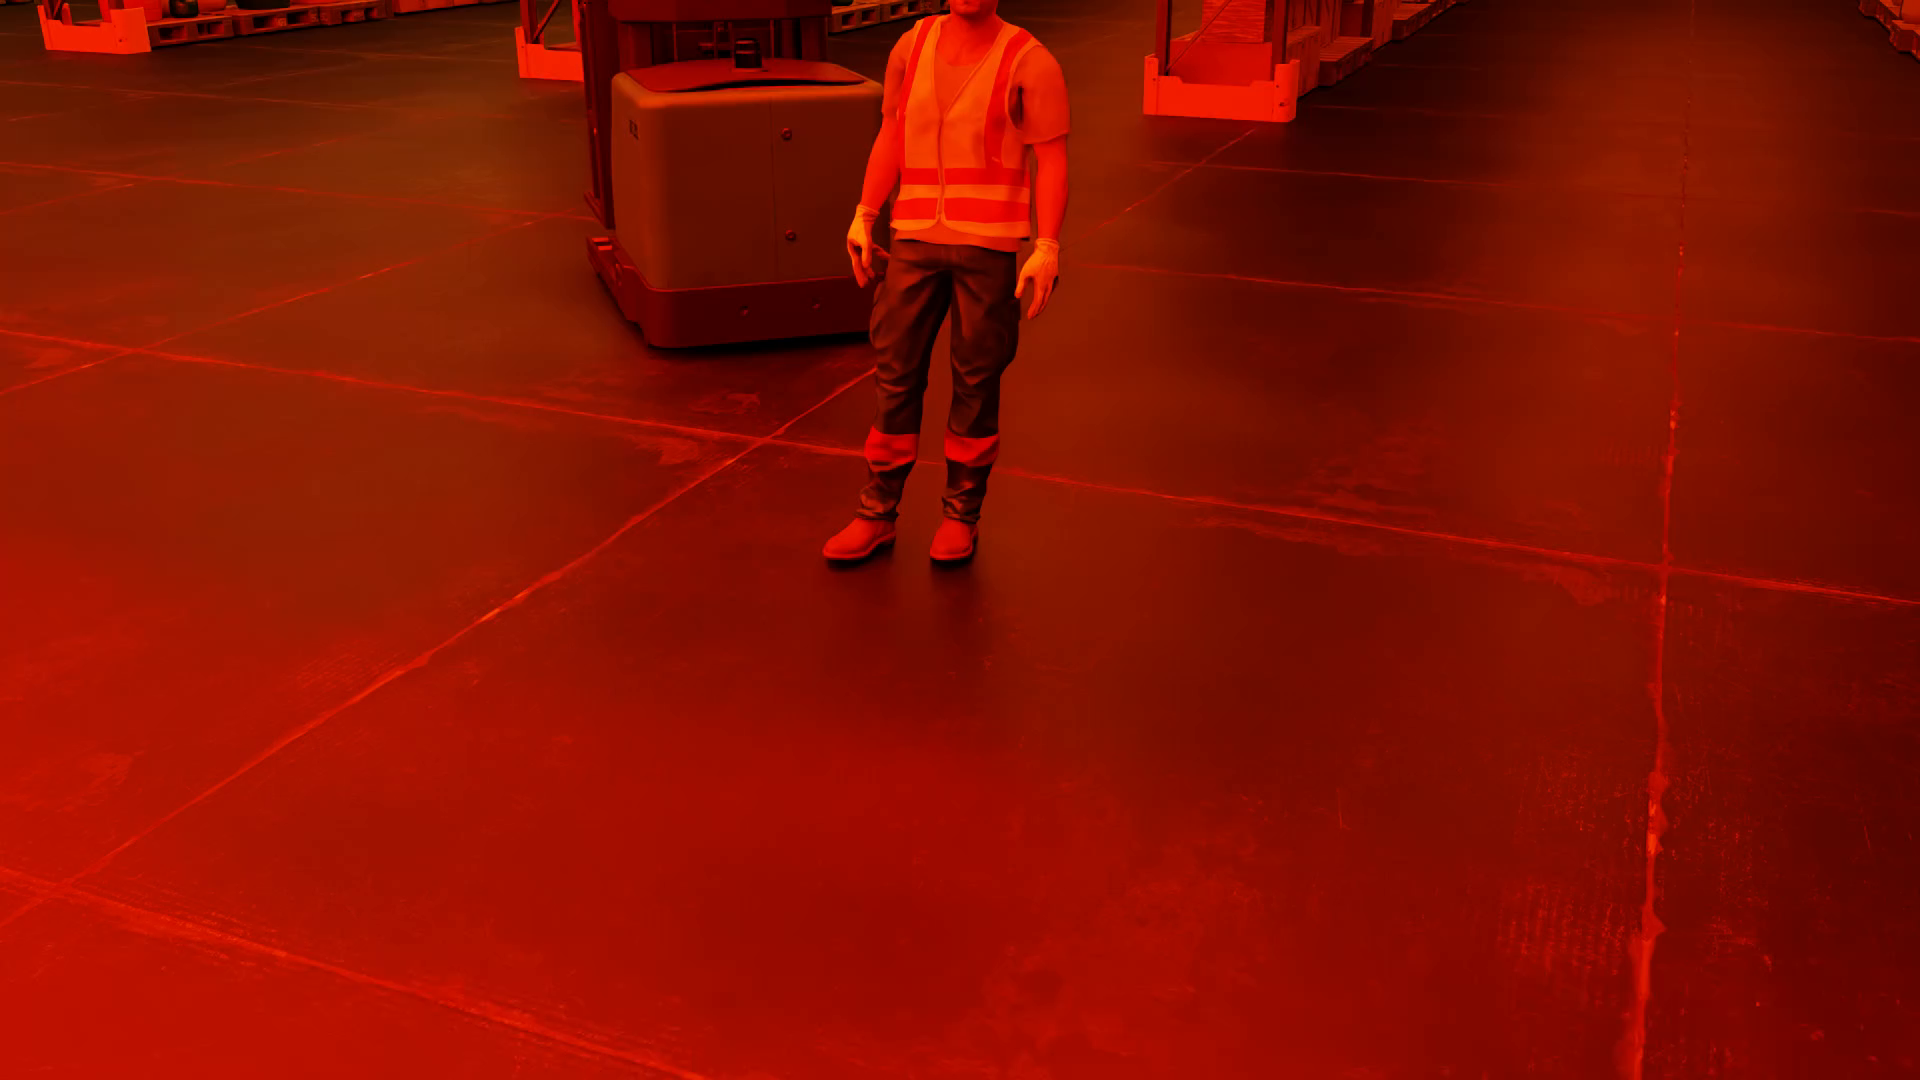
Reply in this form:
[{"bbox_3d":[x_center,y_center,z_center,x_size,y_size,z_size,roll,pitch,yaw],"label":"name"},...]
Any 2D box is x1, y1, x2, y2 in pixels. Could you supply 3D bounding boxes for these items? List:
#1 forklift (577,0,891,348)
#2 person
[{"bbox_3d":[-1.232,-2.674,7.690,1.130,2.935,3.031,-8,24,-17],"label":"forklift"},{"bbox_3d":[-0.041,-0.805,4.680,0.638,1.789,0.562,9,24,21],"label":"person"}]
